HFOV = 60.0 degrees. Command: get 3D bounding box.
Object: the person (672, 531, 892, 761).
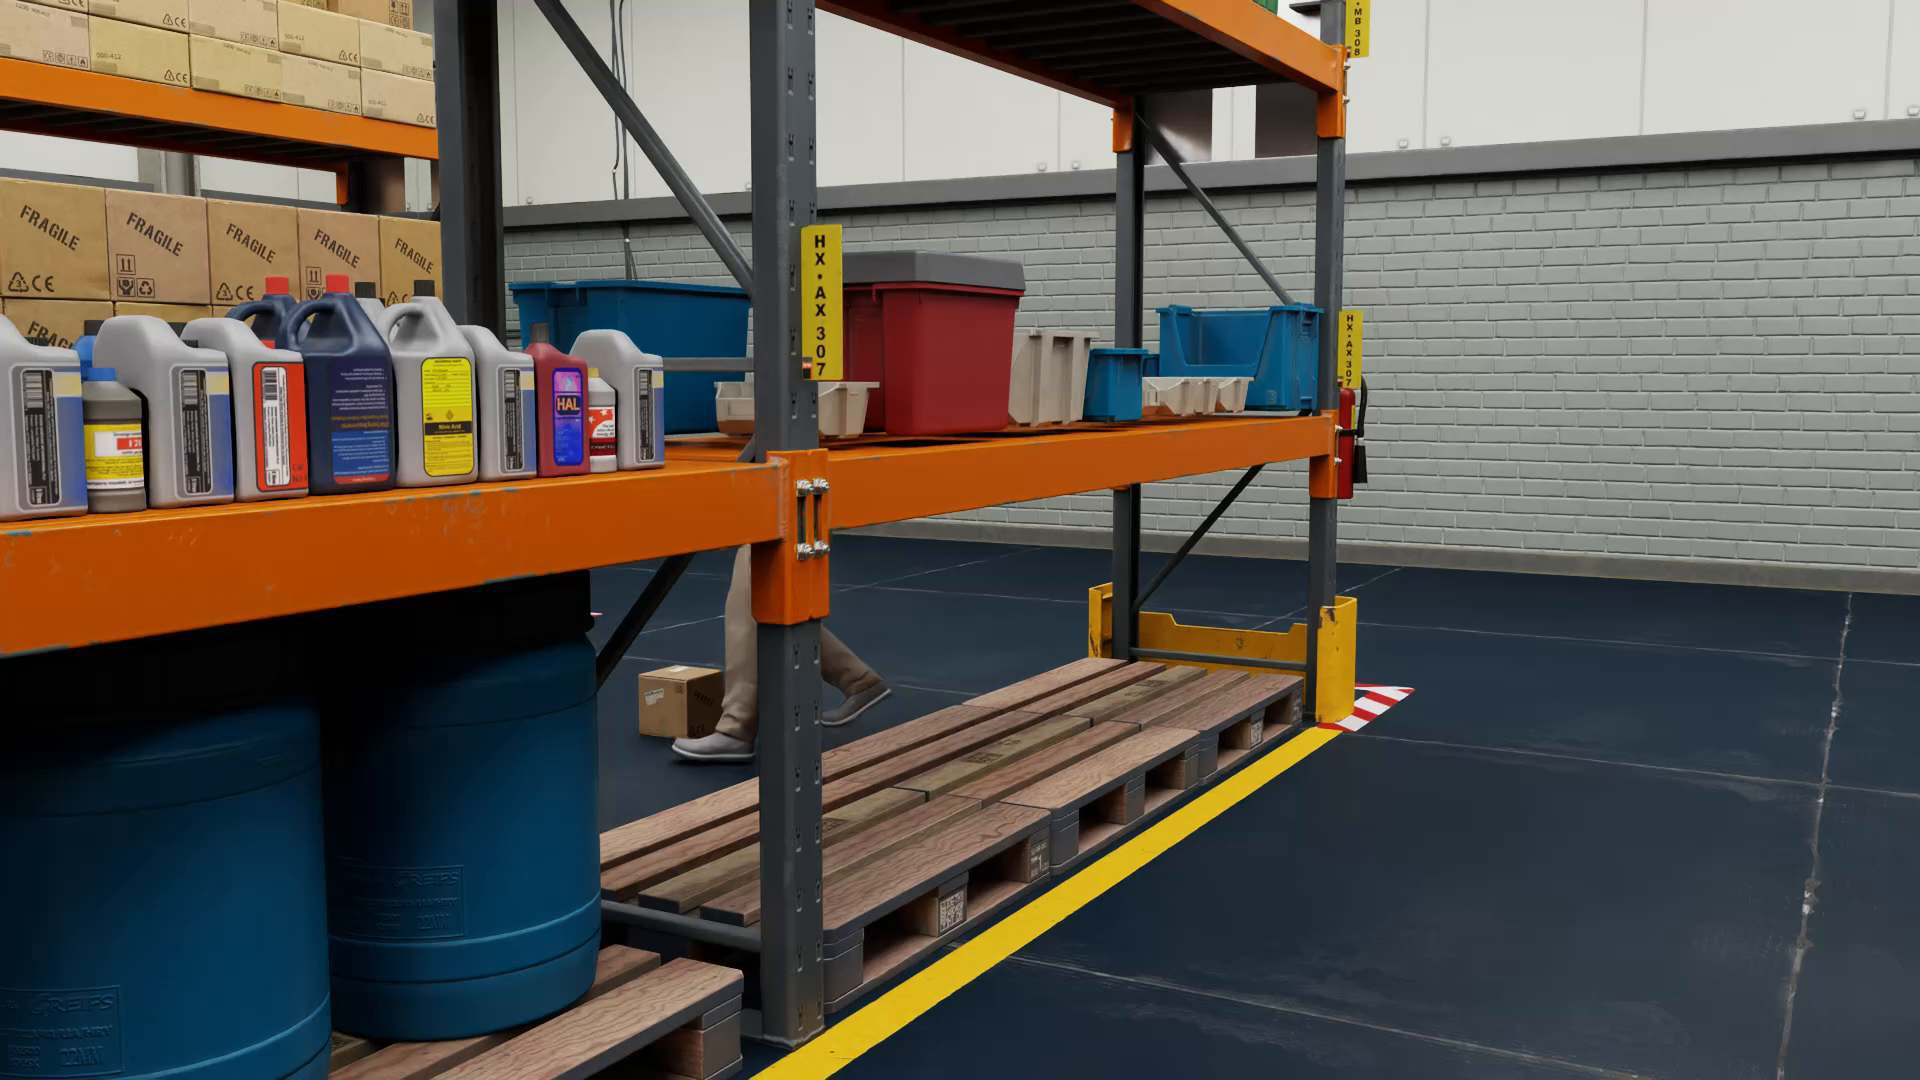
[{"bbox_3d":[-0.686,-0.024,6.482,0.787,1.687,0.591,1,6,8],"label":"person"}]
